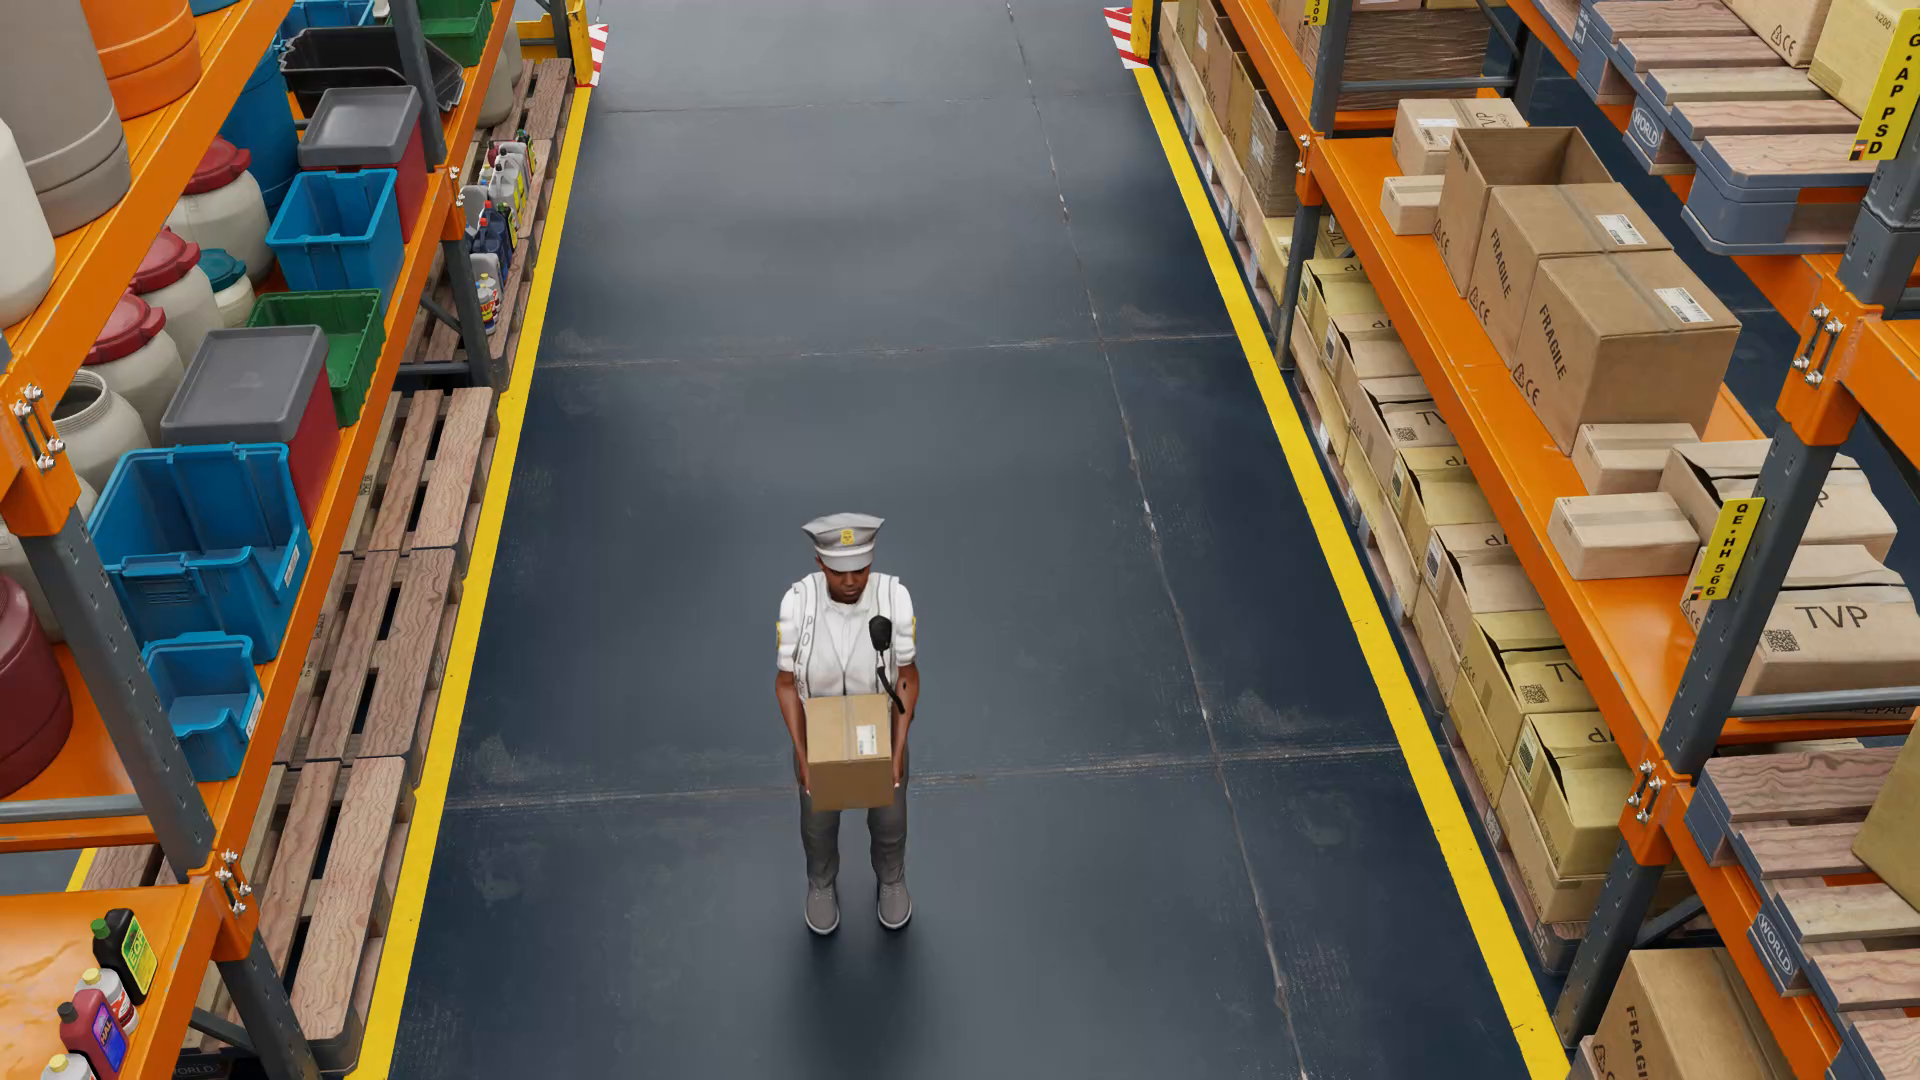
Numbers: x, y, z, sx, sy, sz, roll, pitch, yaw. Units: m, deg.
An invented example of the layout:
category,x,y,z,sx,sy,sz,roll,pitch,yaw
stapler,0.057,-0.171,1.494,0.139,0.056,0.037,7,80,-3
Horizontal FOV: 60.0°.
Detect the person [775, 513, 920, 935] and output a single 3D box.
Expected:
category,x,y,z,sx,sy,sz,roll,pitch,yaw
person,-0.350,0.652,5.338,0.455,1.686,0.525,-3,39,-4
